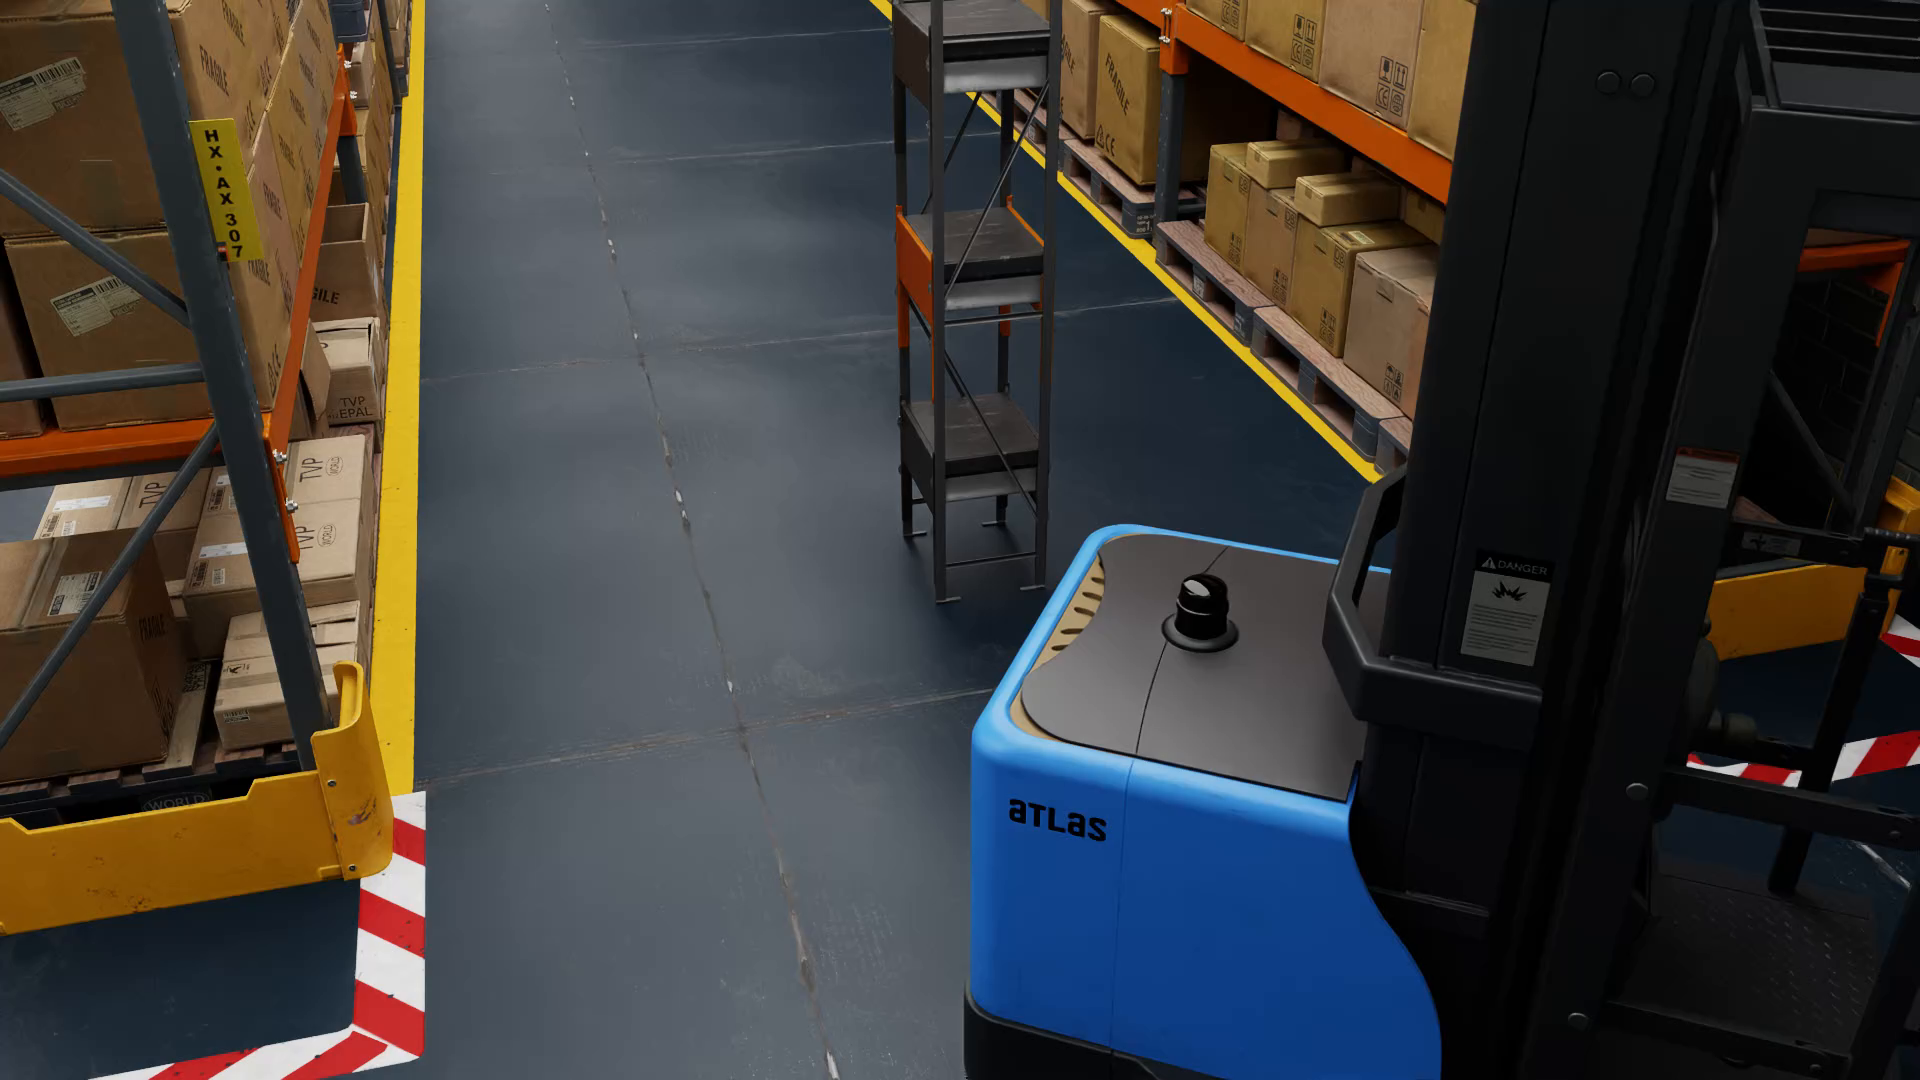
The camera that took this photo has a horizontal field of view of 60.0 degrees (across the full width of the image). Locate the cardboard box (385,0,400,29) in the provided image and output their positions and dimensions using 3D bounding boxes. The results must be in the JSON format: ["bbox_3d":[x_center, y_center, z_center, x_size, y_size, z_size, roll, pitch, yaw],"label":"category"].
[{"bbox_3d":[-4.157,-3.728,11.462,0.500,0.311,0.500,-7,31,-12],"label":"cardboard box"}]

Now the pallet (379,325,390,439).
[{"bbox_3d":[-3.058,-0.730,7.302,1.003,0.211,1.213,-8,31,-13],"label":"pallet"}]

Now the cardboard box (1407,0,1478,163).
[{"bbox_3d":[2.249,-1.722,5.932,0.980,0.700,0.700,-8,31,-14],"label":"cardboard box"}]

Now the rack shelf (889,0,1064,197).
[{"bbox_3d":[0.044,-1.423,5.242,0.431,0.518,0.480,-8,31,-13],"label":"rack shelf"}]

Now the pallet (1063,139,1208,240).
[{"bbox_3d":[1.258,-2.085,9.642,1.003,0.211,1.213,-8,31,-13],"label":"pallet"}]

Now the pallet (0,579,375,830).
[{"bbox_3d":[-2.410,0.448,5.266,1.003,0.211,1.213,-8,31,-13],"label":"pallet"}]

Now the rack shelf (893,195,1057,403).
[{"bbox_3d":[0.044,-0.817,5.593,0.431,0.518,0.480,-8,31,-13],"label":"rack shelf"}]

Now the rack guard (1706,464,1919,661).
[{"bbox_3d":[2.604,0.096,5.586,1.175,0.500,0.348,-8,31,-13],"label":"rack guard"}]

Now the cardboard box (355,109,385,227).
[{"bbox_3d":[-3.285,-1.900,8.594,0.500,0.500,0.500,-7,31,-13],"label":"cardboard box"}]

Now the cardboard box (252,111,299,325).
[{"bbox_3d":[-2.183,-0.878,4.674,0.500,0.500,0.500,-8,31,-14],"label":"cardboard box"}]

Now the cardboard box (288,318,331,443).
[{"bbox_3d":[-2.735,-0.473,6.125,0.797,0.503,0.637,-8,31,-13],"label":"cardboard box"}]

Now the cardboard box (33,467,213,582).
[{"bbox_3d":[-2.782,-0.030,5.614,0.500,0.250,0.500,-8,31,-13],"label":"cardboard box"}]

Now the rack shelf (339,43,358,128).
[{"bbox_3d":[-3.770,-2.924,9.025,1.077,0.370,4.000,-8,31,-13],"label":"rack shelf"}]

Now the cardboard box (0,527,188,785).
[{"bbox_3d":[-2.559,0.324,4.752,0.500,0.500,0.500,-8,31,-13],"label":"cardboard box"}]

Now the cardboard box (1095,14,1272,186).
[{"bbox_3d":[1.238,-2.478,9.263,0.750,0.750,0.750,-7,31,-13],"label":"cardboard box"}]

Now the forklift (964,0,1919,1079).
[{"bbox_3d":[1.582,0.083,3.180,3.031,2.935,1.130,10,32,17],"label":"forklift"}]

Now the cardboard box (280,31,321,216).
[{"bbox_3d":[-2.444,-1.363,5.510,0.500,0.500,0.500,-7,31,-13],"label":"cardboard box"}]

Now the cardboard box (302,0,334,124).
[{"bbox_3d":[-2.721,-1.856,6.363,0.500,0.500,0.500,-7,31,-12],"label":"cardboard box"}]

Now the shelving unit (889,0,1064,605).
[{"bbox_3d":[0.044,-0.829,5.586,0.431,2.100,0.503,-8,31,-13],"label":"shelving unit"}]

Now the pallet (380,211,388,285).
[{"bbox_3d":[-3.491,-1.450,8.545,1.003,0.211,1.213,-8,31,-13],"label":"pallet"}]

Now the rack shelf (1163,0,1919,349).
[{"bbox_3d":[2.067,-1.652,6.829,1.077,0.370,4.000,-8,31,-13],"label":"rack shelf"}]

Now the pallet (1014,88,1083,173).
[{"bbox_3d":[0.931,-2.676,10.662,1.003,0.211,1.213,-8,31,-13],"label":"pallet"}]

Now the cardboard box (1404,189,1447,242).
[{"bbox_3d":[2.136,-1.404,7.110,0.380,0.149,0.250,-8,31,-14],"label":"cardboard box"}]

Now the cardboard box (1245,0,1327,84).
[{"bbox_3d":[1.853,-2.442,7.175,0.980,0.700,0.700,-9,31,-15],"label":"cardboard box"}]

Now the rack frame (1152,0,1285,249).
[{"bbox_3d":[1.536,-2.930,8.317,1.000,3.000,0.127,-8,31,-13],"label":"rack frame"}]

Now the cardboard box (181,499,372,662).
[{"bbox_3d":[-2.181,0.120,5.353,0.500,0.250,0.500,-8,31,-13],"label":"cardboard box"}]

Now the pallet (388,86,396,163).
[{"bbox_3d":[-4.139,-2.629,10.581,1.003,0.211,1.213,-8,31,-13],"label":"pallet"}]

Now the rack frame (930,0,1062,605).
[{"bbox_3d":[0.109,-0.711,5.382,0.400,2.100,0.015,-8,31,-13],"label":"rack frame"}]

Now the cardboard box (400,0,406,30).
[{"bbox_3d":[-4.435,-3.978,12.454,0.500,0.250,0.500,-9,31,-15],"label":"cardboard box"}]

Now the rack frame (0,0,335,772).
[{"bbox_3d":[-2.177,-0.337,3.838,1.000,3.000,0.127,-8,31,-13],"label":"rack frame"}]

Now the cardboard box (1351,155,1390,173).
[{"bbox_3d":[2.001,-1.651,7.536,0.380,0.149,0.250,-9,31,-15],"label":"cardboard box"}]

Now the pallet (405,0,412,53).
[{"bbox_3d":[-4.802,-3.985,12.924,1.003,0.211,1.213,-8,31,-13],"label":"pallet"}]

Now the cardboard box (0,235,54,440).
[{"bbox_3d":[-2.559,-0.561,4.125,0.500,0.500,0.500,-7,31,-12],"label":"cardboard box"}]

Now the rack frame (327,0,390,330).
[{"bbox_3d":[-3.239,-2.269,7.176,1.000,3.000,0.127,-8,31,-13],"label":"rack frame"}]

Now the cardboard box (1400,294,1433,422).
[{"bbox_3d":[2.183,-0.664,6.479,0.700,0.500,0.500,-8,31,-13],"label":"cardboard box"}]

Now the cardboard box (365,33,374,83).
[{"bbox_3d":[-3.532,-2.694,9.217,0.500,0.250,0.500,-8,31,-14],"label":"cardboard box"}]

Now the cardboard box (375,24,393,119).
[{"bbox_3d":[-3.826,-2.889,10.303,0.500,0.500,0.500,-7,31,-11],"label":"cardboard box"}]

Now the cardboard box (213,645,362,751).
[{"bbox_3d":[-1.957,0.458,4.871,0.380,0.149,0.250,-8,31,-13],"label":"cardboard box"}]

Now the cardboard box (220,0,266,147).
[{"bbox_3d":[-2.187,-1.314,4.428,0.500,0.500,0.500,-8,31,-13],"label":"cardboard box"}]

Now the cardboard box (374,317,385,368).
[{"bbox_3d":[-2.657,-0.815,7.071,0.380,0.149,0.250,-8,31,-13],"label":"cardboard box"}]

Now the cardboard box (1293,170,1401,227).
[{"bbox_3d":[1.689,-1.494,7.265,0.380,0.149,0.250,-9,31,-15],"label":"cardboard box"}]

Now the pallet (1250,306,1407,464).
[{"bbox_3d":[1.990,-0.755,7.343,1.003,0.211,1.213,-8,31,-13],"label":"pallet"}]

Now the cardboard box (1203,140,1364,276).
[{"bbox_3d":[1.636,-1.655,8.191,0.700,0.500,0.500,-7,31,-13],"label":"cardboard box"}]

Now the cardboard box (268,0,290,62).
[{"bbox_3d":[-2.451,-1.802,5.271,0.500,0.500,0.500,-8,31,-14],"label":"cardboard box"}]

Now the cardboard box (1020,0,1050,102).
[{"bbox_3d":[0.769,-3.316,10.712,0.750,0.750,0.750,-8,31,-14],"label":"cardboard box"}]

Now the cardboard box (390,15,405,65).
[{"bbox_3d":[-4.157,-3.485,11.602,0.500,0.250,0.500,-8,31,-13],"label":"cardboard box"}]

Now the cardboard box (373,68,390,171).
[{"bbox_3d":[-3.544,-2.387,9.435,0.500,0.500,0.500,-9,31,-15],"label":"cardboard box"}]

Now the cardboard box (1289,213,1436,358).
[{"bbox_3d":[1.900,-1.164,7.342,0.700,0.500,0.500,-7,31,-12],"label":"cardboard box"}]
